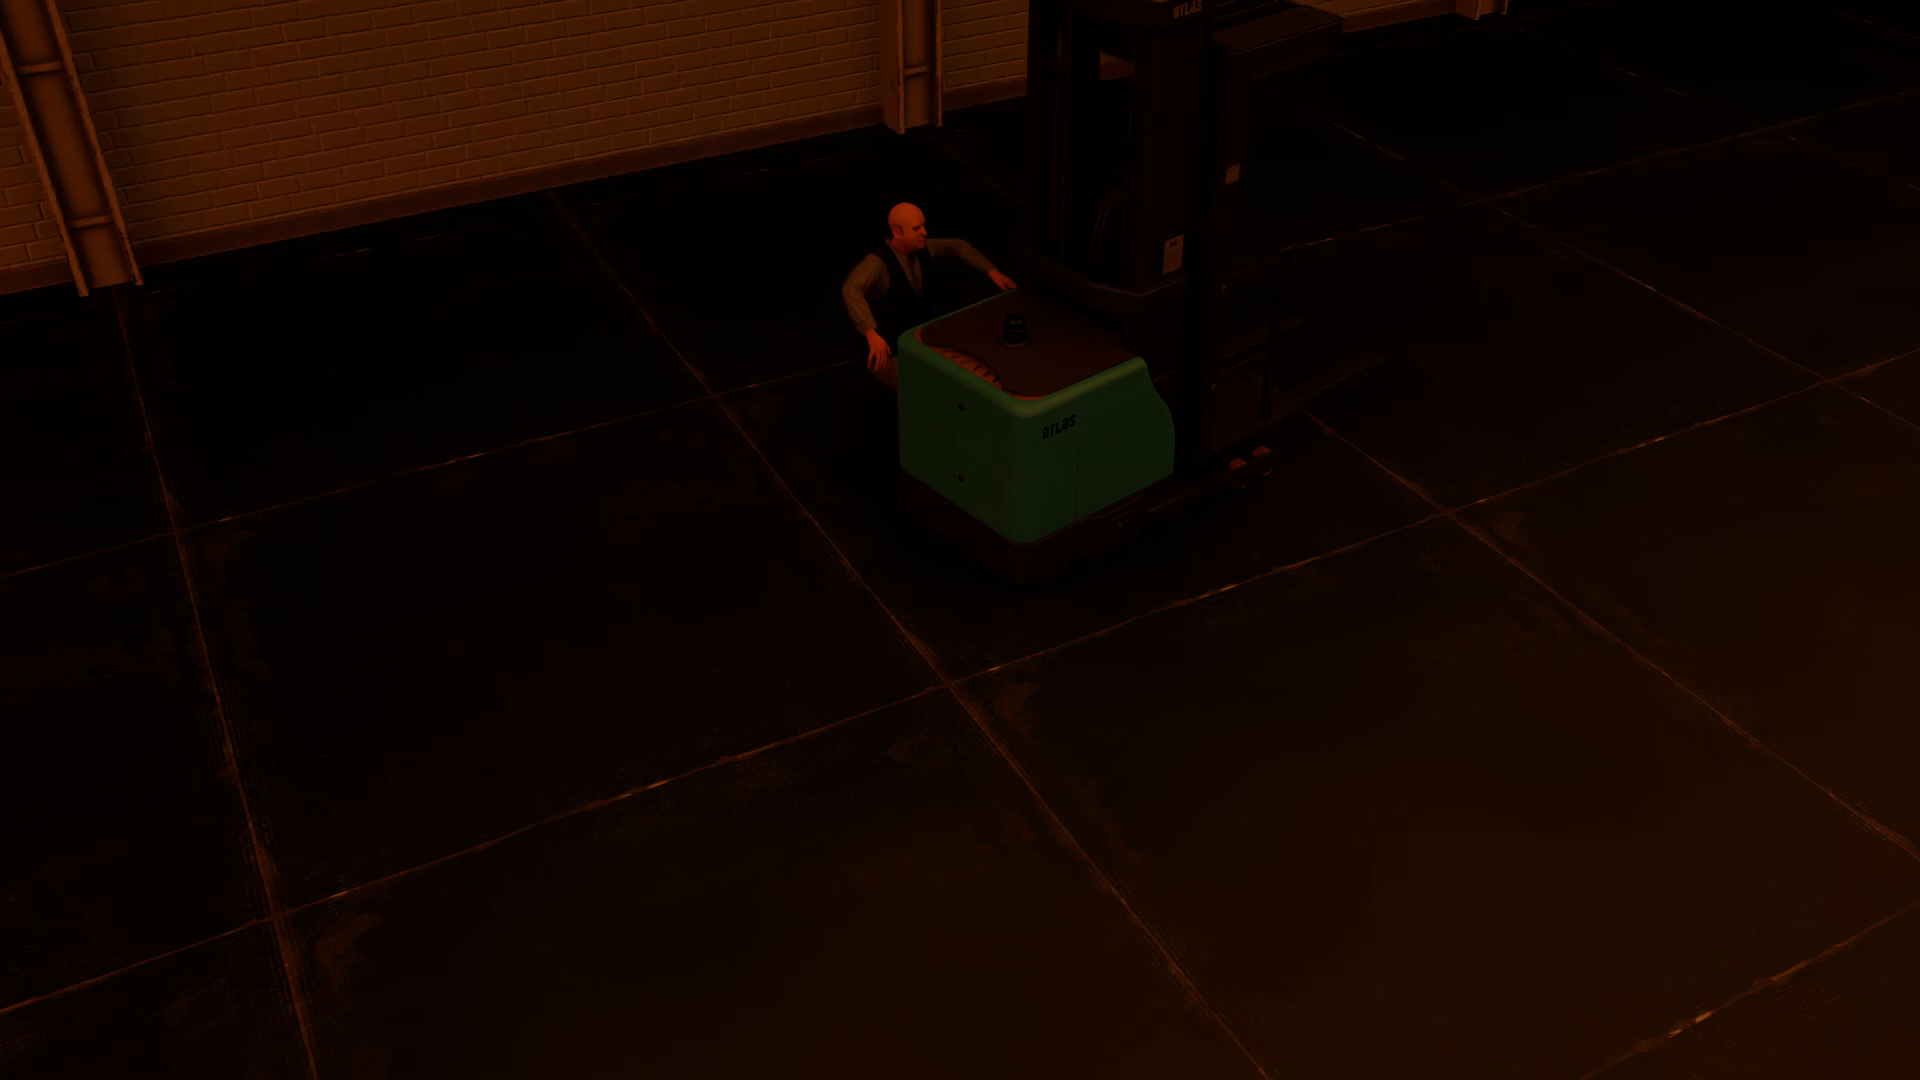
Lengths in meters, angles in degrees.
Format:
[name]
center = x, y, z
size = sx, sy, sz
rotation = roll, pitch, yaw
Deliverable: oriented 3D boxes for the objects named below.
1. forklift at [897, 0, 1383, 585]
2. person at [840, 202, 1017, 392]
[forklift]
center = 1.123, -1.682, 8.502
size = 3.031, 2.935, 1.130
rotation = -26, 43, -32
[person]
center = -0.132, -1.030, 8.743
size = 0.848, 1.464, 1.074
rotation = 23, 41, 29
